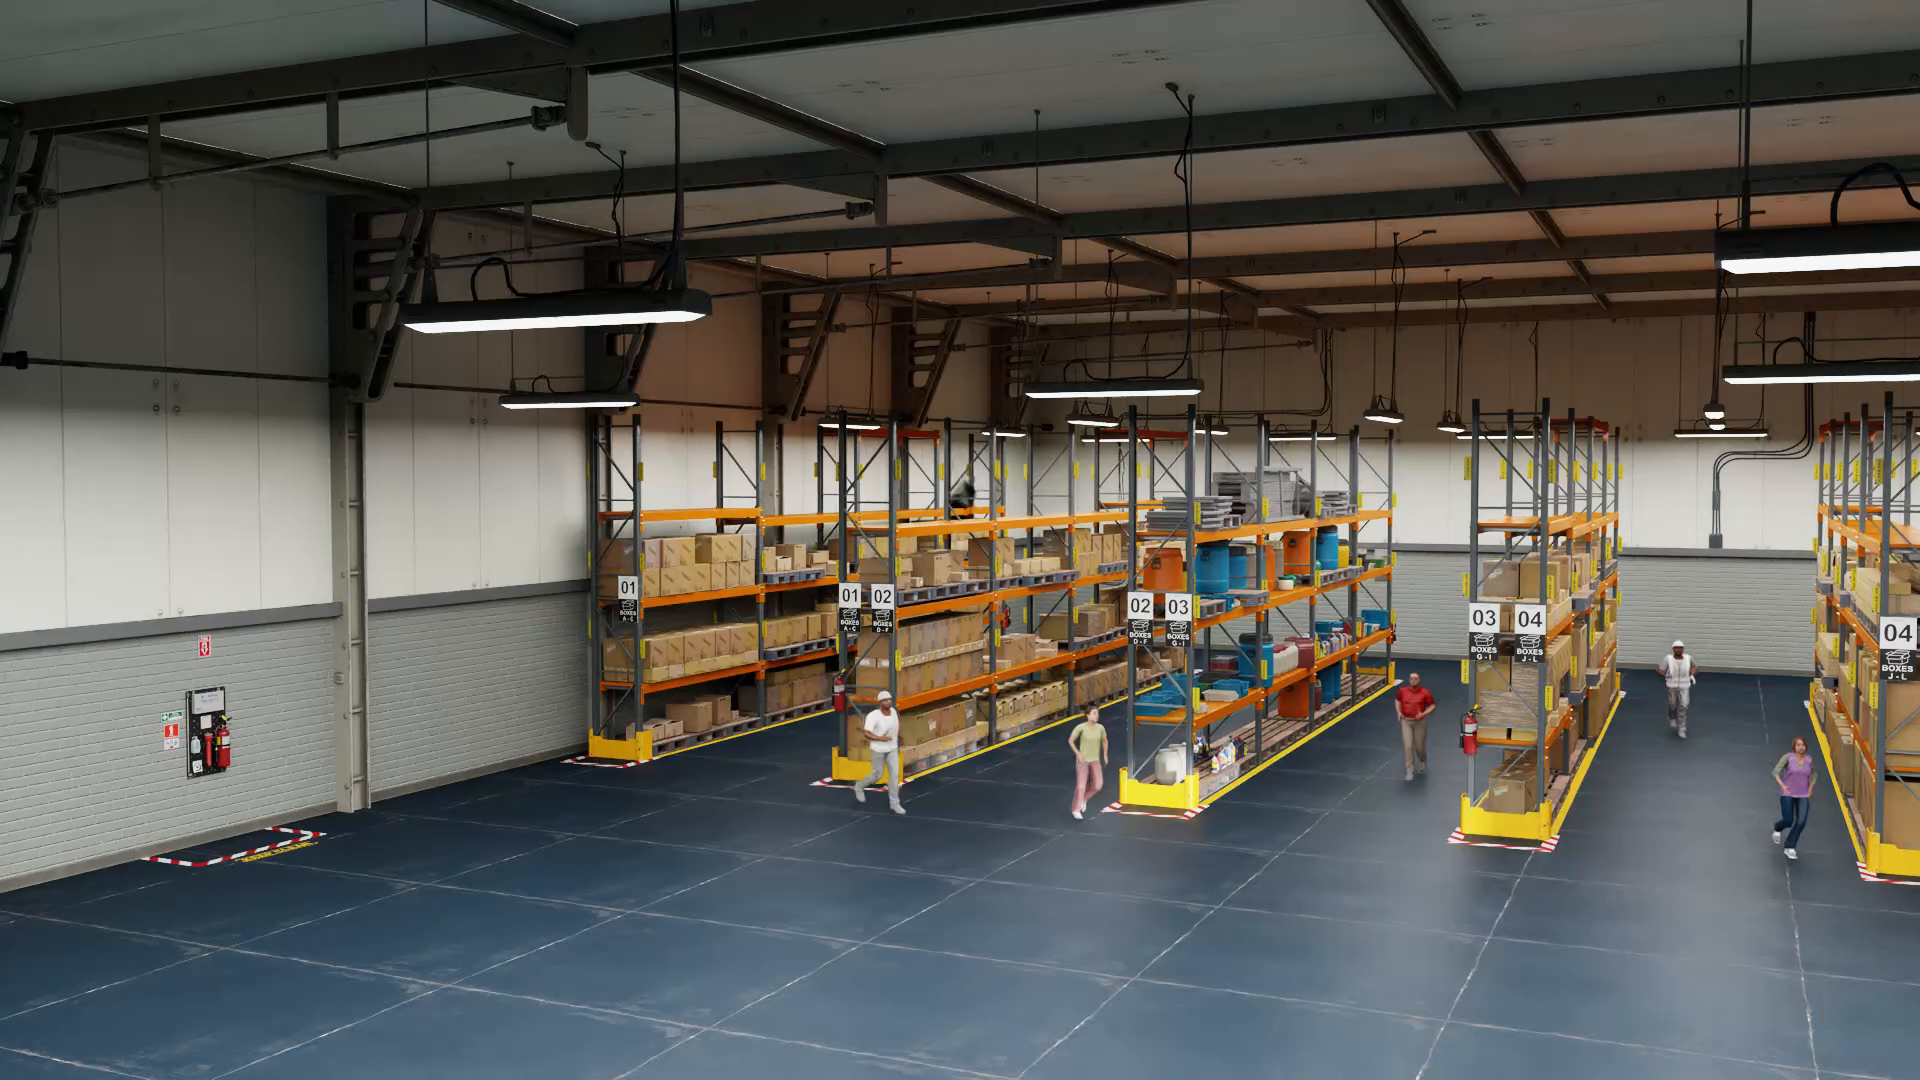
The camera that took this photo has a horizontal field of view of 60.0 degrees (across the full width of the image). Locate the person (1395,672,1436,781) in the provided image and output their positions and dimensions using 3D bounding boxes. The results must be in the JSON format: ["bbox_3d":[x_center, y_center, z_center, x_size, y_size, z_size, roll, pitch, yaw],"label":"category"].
[{"bbox_3d":[7.431,3.028,27.209,0.670,1.732,0.805,1,3,24],"label":"person"}]

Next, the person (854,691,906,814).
[{"bbox_3d":[-1.146,3.107,24.584,0.710,1.771,0.975,-2,3,-39],"label":"person"}]

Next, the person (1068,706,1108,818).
[{"bbox_3d":[1.899,3.206,24.040,0.638,1.615,0.515,-1,2,-16],"label":"person"}]

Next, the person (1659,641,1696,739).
[{"bbox_3d":[13.613,2.802,31.538,0.682,1.792,0.985,1,2,18],"label":"person"}]

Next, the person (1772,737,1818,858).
[{"bbox_3d":[10.906,3.340,21.723,0.560,1.562,0.573,0,2,10],"label":"person"}]
